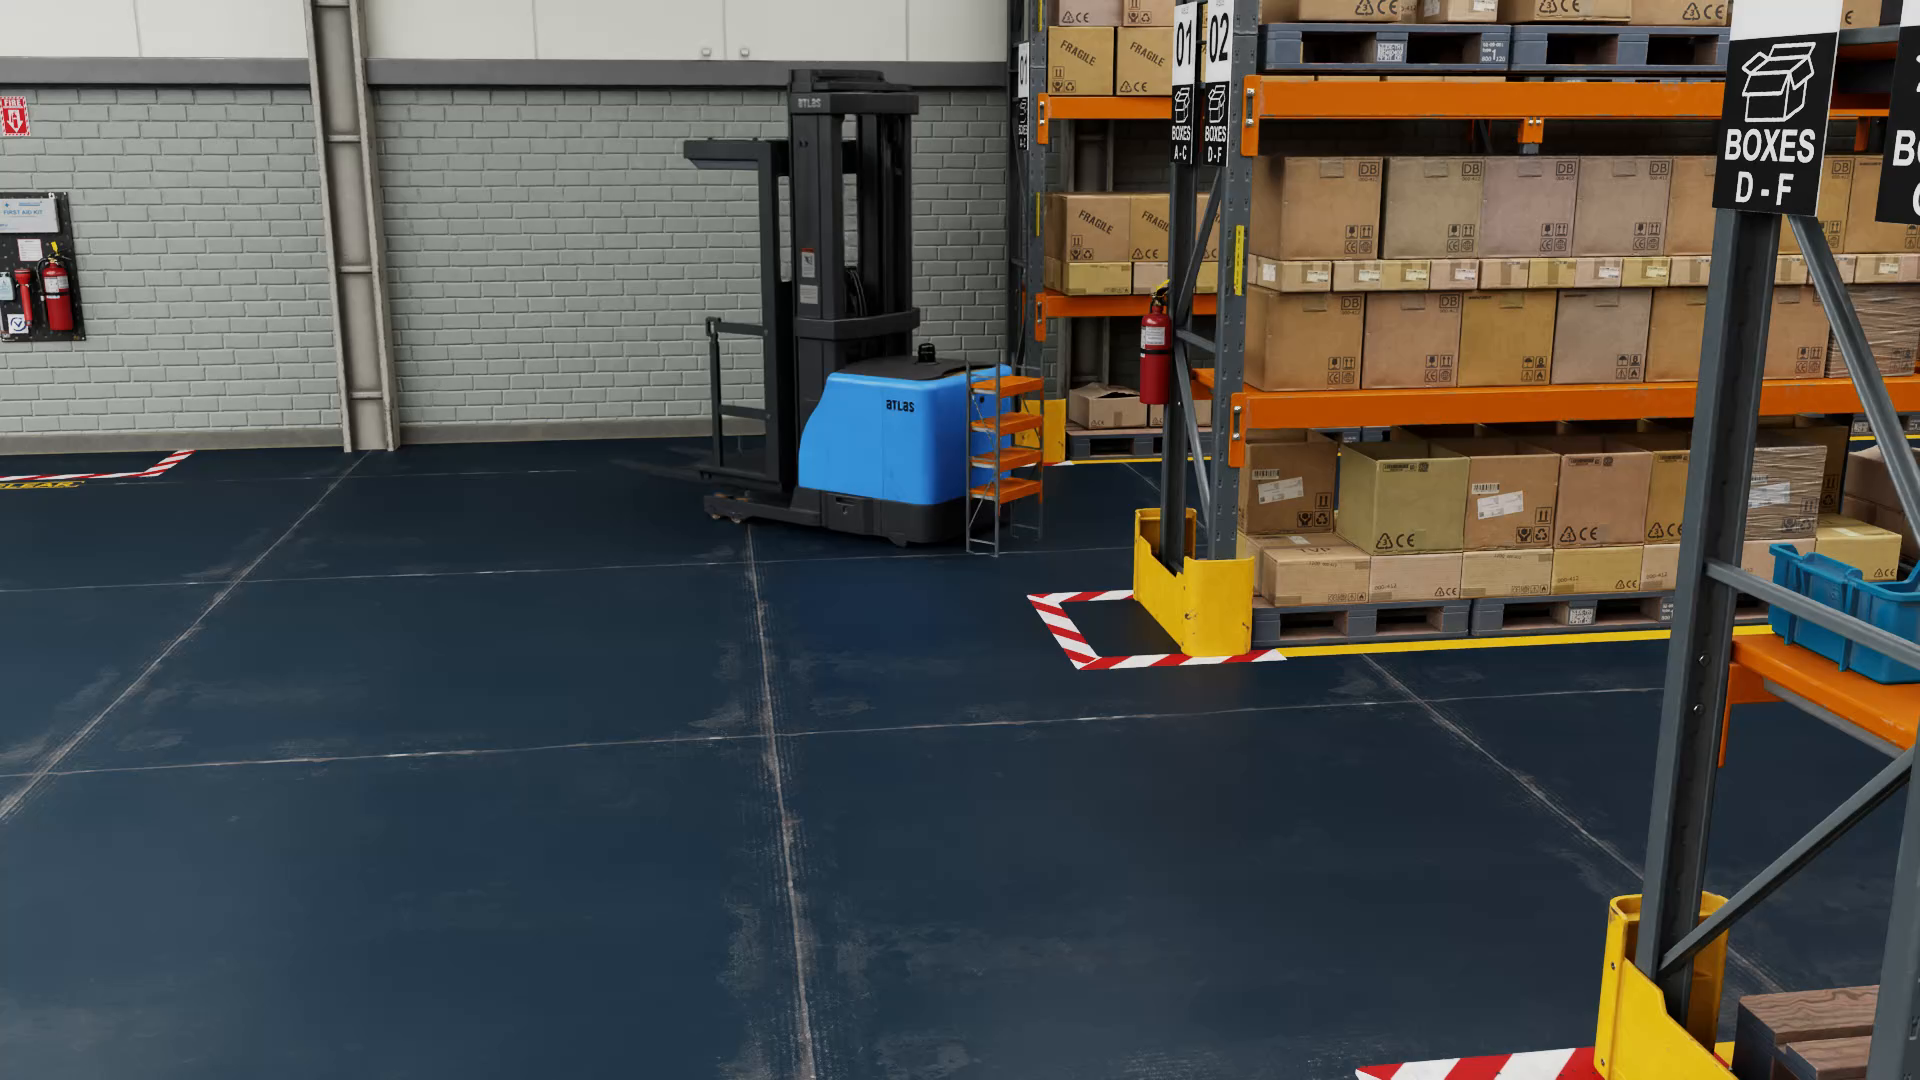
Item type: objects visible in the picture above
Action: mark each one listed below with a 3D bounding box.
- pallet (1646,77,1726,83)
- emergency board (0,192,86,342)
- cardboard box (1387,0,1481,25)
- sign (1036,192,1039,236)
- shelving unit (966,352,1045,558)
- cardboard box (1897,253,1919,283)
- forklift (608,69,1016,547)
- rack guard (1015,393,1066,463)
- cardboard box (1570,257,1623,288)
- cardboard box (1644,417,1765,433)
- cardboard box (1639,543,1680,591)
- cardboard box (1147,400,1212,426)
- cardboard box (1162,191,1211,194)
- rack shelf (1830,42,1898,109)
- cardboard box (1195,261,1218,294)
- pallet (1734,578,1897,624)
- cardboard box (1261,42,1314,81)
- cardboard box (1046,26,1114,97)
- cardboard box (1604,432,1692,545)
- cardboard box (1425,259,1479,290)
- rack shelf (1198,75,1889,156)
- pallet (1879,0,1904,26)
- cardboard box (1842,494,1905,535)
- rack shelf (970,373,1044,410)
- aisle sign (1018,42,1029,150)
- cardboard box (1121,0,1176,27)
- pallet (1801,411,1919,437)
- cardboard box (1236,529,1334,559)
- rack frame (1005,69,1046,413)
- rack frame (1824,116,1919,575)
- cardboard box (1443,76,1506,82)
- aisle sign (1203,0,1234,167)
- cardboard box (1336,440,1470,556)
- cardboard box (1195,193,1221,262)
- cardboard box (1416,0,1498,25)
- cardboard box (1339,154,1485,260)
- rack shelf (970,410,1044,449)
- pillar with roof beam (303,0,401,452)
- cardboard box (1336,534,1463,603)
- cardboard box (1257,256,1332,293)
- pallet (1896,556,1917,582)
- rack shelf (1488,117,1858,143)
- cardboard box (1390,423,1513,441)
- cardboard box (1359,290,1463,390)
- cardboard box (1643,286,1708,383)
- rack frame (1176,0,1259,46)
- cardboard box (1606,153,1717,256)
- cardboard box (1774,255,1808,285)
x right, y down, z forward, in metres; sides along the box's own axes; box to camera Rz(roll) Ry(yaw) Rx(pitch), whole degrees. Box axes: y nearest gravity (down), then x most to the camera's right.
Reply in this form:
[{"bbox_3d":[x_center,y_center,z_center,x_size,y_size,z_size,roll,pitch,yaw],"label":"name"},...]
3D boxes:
[{"bbox_3d":[6.119,-3.745,13.709,1.003,0.211,1.213,-2,14,-8],"label":"pallet"},{"bbox_3d":[-7.307,-2.137,13.076,0.643,1.169,0.194,-2,14,-8],"label":"emergency board"},{"bbox_3d":[2.353,-2.769,8.587,0.500,0.250,0.500,-2,14,-8],"label":"cardboard box"},{"bbox_3d":[0.593,-2.491,12.707,0.005,0.325,0.100,-2,14,-8],"label":"sign"},{"bbox_3d":[0.284,-0.539,10.405,0.258,1.200,0.503,10,17,35],"label":"shelving unit"},{"bbox_3d":[4.972,-1.457,8.824,0.250,0.149,0.380,-2,14,-8],"label":"cardboard box"},{"bbox_3d":[-1.131,-1.636,11.220,3.031,2.935,1.130,10,17,34],"label":"forklift"},{"bbox_3d":[0.587,-0.992,13.648,0.348,0.500,1.175,-2,14,-8],"label":"rack guard"},{"bbox_3d":[3.194,-1.391,8.563,0.250,0.149,0.380,-2,14,-8],"label":"cardboard box"},{"bbox_3d":[4.210,-0.427,9.506,0.500,0.500,0.500,-2,14,-8],"label":"cardboard box"},{"bbox_3d":[3.795,0.082,9.018,0.500,0.250,0.500,-2,14,-8],"label":"cardboard box"},{"bbox_3d":[1.773,-1.135,13.702,0.500,0.311,0.500,-1,14,-4],"label":"cardboard box"},{"bbox_3d":[1.956,-2.606,13.672,0.500,0.500,0.500,-2,14,-10],"label":"cardboard box"},{"bbox_3d":[3.965,-0.997,3.842,4.000,0.370,1.077,-2,14,-8],"label":"rack shelf"},{"bbox_3d":[2.058,-2.119,13.271,0.500,0.250,0.500,-2,14,-9],"label":"cardboard box"},{"bbox_3d":[4.416,0.216,9.425,1.213,0.211,1.003,-2,14,-8],"label":"pallet"},{"bbox_3d":[2.456,-3.722,12.982,0.500,0.500,0.500,-1,14,-5],"label":"cardboard box"},{"bbox_3d":[0.880,-3.666,12.762,0.500,0.500,0.500,-2,14,-7],"label":"cardboard box"},{"bbox_3d":[3.793,-0.285,8.939,0.500,0.500,0.500,-2,14,-8],"label":"cardboard box"},{"bbox_3d":[2.431,-1.363,8.451,0.250,0.149,0.380,-2,14,-9],"label":"cardboard box"},{"bbox_3d":[3.231,-2.188,8.594,4.000,0.370,1.077,-2,14,-8],"label":"rack shelf"},{"bbox_3d":[2.820,-1.188,3.514,1.213,0.211,1.003,-2,14,-8],"label":"pallet"},{"bbox_3d":[5.576,-0.110,9.781,0.500,0.250,0.500,-2,14,-9],"label":"cardboard box"},{"bbox_3d":[0.284,-0.920,10.310,0.258,0.148,0.480,10,17,35],"label":"rack shelf"},{"bbox_3d":[0.485,-3.387,12.718,0.004,0.787,0.394,-2,14,-8],"label":"aisle sign"},{"bbox_3d":[1.432,-4.161,12.678,0.500,0.500,0.500,-2,14,-9],"label":"cardboard box"},{"bbox_3d":[7.650,-1.111,14.717,1.213,0.211,1.003,-2,14,-8],"label":"pallet"},{"bbox_3d":[1.740,0.030,9.226,0.500,0.250,0.500,-2,14,-8],"label":"cardboard box"},{"bbox_3d":[0.512,-2.201,13.333,0.127,3.000,1.000,-2,14,-8],"label":"rack frame"},{"bbox_3d":[5.209,-1.155,9.160,0.127,3.000,1.000,-2,14,-8],"label":"rack frame"},{"bbox_3d":[4.002,-3.782,13.221,0.500,0.500,0.500,-2,14,-7],"label":"cardboard box"},{"bbox_3d":[1.234,-2.195,7.963,0.004,0.787,0.394,-2,14,-8],"label":"aisle sign"},{"bbox_3d":[2.311,-0.228,8.713,0.500,0.500,0.500,-2,14,-8],"label":"cardboard box"},{"bbox_3d":[2.031,-2.480,13.169,0.500,0.500,0.500,-3,14,-10],"label":"cardboard box"},{"bbox_3d":[2.443,-2.615,8.181,0.250,0.149,0.380,-2,14,-8],"label":"cardboard box"},{"bbox_3d":[2.289,-1.724,8.556,0.500,0.500,0.700,-2,14,-10],"label":"cardboard box"},{"bbox_3d":[0.284,-0.691,10.367,0.258,0.148,0.480,10,17,35],"label":"rack shelf"},{"bbox_3d":[-4.217,-4.092,8.538,0.400,9.000,9.100,-2,14,-8],"label":"pillar with roof beam"},{"bbox_3d":[2.311,0.135,8.805,0.500,0.250,0.500,-2,14,-8],"label":"cardboard box"},{"bbox_3d":[1.674,-1.335,8.341,0.250,0.149,0.380,-2,14,-9],"label":"cardboard box"},{"bbox_3d":[5.932,0.162,9.643,1.213,0.211,1.003,-2,14,-8],"label":"pallet"},{"bbox_3d":[6.445,-3.525,13.922,4.000,0.370,1.077,-2,14,-8],"label":"rack shelf"},{"bbox_3d":[2.726,-0.374,9.296,0.500,0.500,0.500,-2,14,-8],"label":"cardboard box"},{"bbox_3d":[2.236,-1.092,8.706,0.500,0.500,0.700,-2,14,-7],"label":"cardboard box"},{"bbox_3d":[3.754,-1.148,8.927,0.500,0.500,0.700,-2,14,-7],"label":"cardboard box"},{"bbox_3d":[1.253,-3.920,7.852,0.127,3.000,1.000,-2,14,-8],"label":"rack frame"},{"bbox_3d":[3.776,-1.778,8.774,0.500,0.500,0.700,-2,14,-8],"label":"cardboard box"},{"bbox_3d":[4.209,-1.428,8.711,0.250,0.149,0.380,-2,14,-8],"label":"cardboard box"}]
